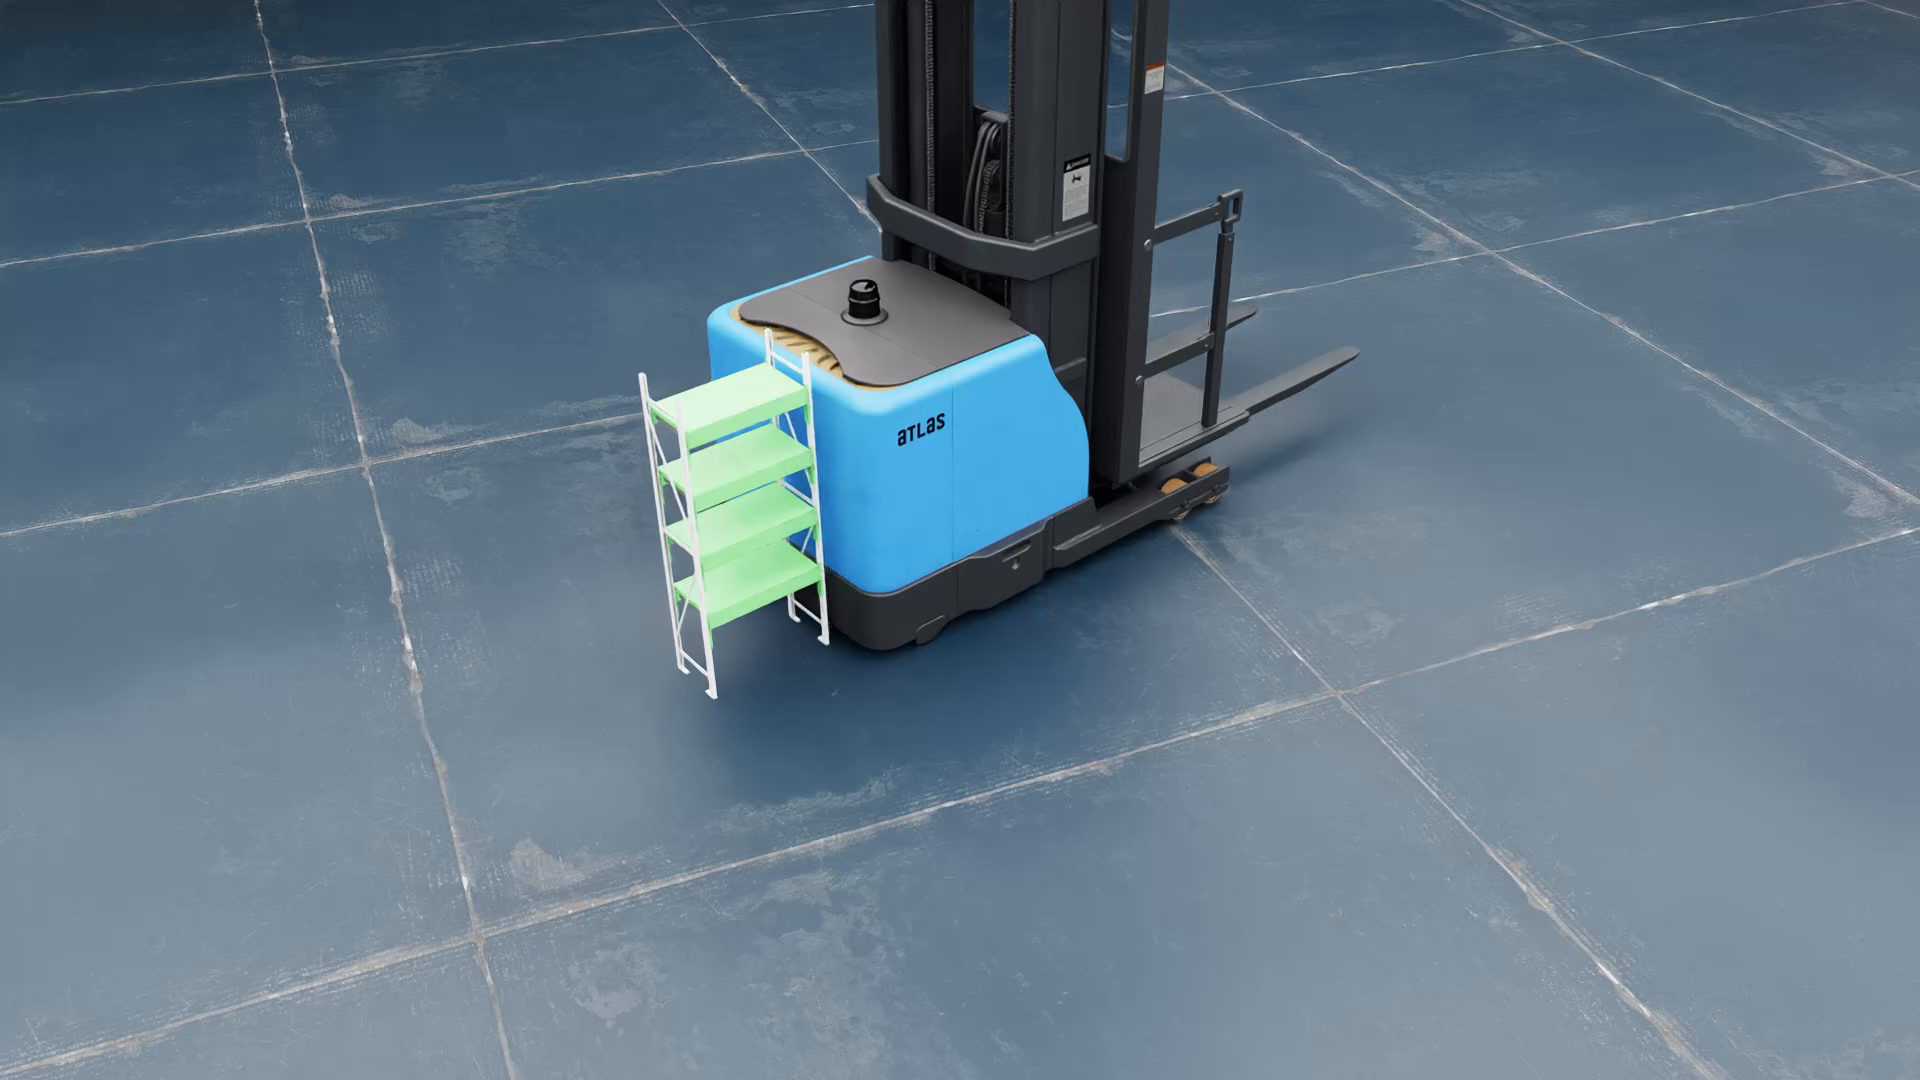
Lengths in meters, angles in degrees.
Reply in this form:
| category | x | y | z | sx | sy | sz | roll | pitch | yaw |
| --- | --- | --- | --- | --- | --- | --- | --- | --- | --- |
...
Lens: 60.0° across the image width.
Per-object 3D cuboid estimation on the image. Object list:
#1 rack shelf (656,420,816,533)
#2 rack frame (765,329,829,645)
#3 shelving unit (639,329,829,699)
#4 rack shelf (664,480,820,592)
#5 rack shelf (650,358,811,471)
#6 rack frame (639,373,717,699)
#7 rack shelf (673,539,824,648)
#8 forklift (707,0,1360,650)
| category | x | y | z | sx | sy | sz | roll | pitch | yaw |
| --- | --- | --- | --- | --- | --- | --- | --- | --- | --- |
| rack shelf | -0.763 | -0.223 | 5.662 | 0.480 | 0.148 | 0.258 | -25 | 41 | -32 |
| rack frame | -0.572 | -0.164 | 5.887 | 0.015 | 1.200 | 0.240 | -25 | 41 | -32 |
| shelving unit | -0.761 | -0.076 | 5.759 | 0.503 | 1.200 | 0.258 | -25 | 41 | -32 |
| rack shelf | -0.760 | -0.023 | 5.795 | 0.480 | 0.148 | 0.258 | -25 | 41 | -32 |
| rack shelf | -0.766 | -0.422 | 5.529 | 0.480 | 0.148 | 0.258 | -25 | 41 | -32 |
| rack frame | -0.949 | 0.012 | 5.632 | 0.015 | 1.200 | 0.240 | -25 | 41 | -32 |
| rack shelf | -0.757 | 0.177 | 5.928 | 0.480 | 0.148 | 0.258 | -25 | 41 | -32 |
| forklift | 0.495 | -1.506 | 6.377 | 3.031 | 2.935 | 1.130 | -26 | 41 | -34 |
